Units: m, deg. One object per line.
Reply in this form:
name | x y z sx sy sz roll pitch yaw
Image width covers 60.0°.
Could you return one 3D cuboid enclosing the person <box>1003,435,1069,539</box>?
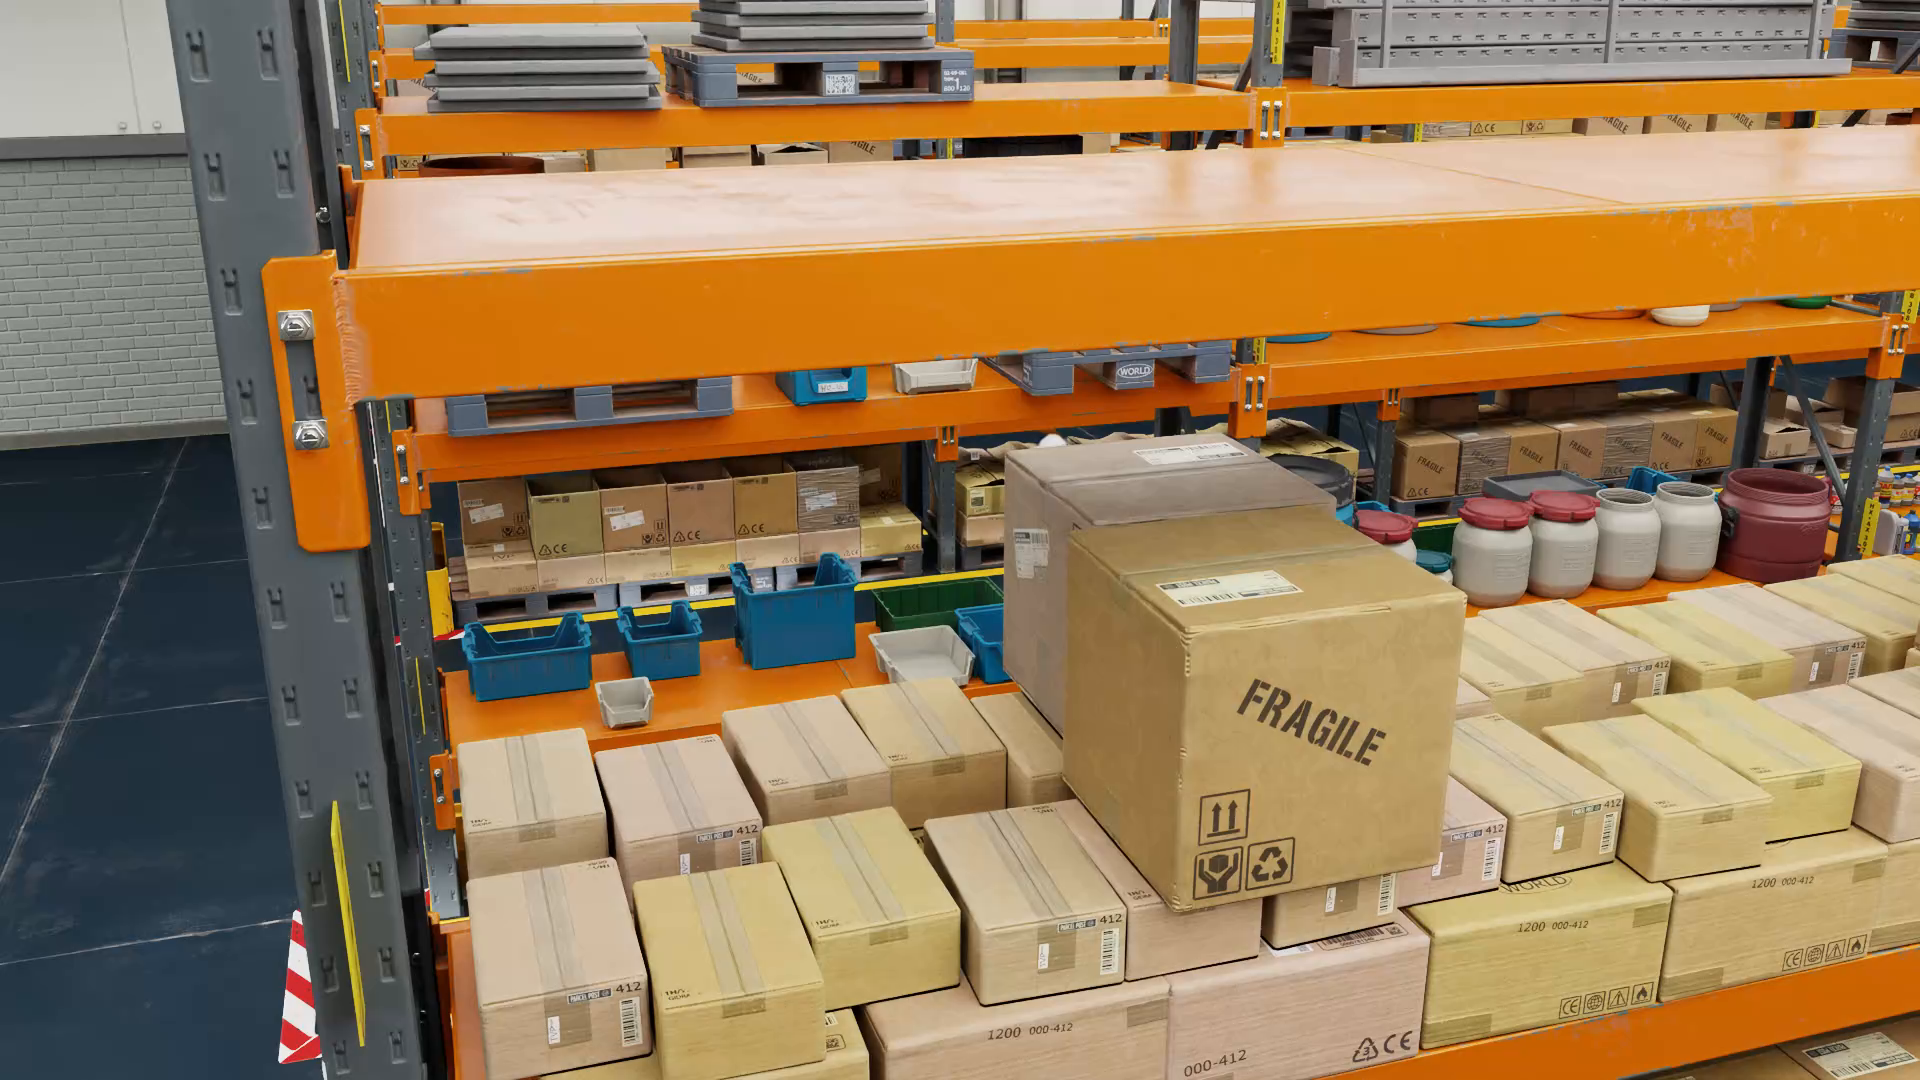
person | 0.578 0.146 11.123 0.578 1.777 0.453 -7 20 -19
